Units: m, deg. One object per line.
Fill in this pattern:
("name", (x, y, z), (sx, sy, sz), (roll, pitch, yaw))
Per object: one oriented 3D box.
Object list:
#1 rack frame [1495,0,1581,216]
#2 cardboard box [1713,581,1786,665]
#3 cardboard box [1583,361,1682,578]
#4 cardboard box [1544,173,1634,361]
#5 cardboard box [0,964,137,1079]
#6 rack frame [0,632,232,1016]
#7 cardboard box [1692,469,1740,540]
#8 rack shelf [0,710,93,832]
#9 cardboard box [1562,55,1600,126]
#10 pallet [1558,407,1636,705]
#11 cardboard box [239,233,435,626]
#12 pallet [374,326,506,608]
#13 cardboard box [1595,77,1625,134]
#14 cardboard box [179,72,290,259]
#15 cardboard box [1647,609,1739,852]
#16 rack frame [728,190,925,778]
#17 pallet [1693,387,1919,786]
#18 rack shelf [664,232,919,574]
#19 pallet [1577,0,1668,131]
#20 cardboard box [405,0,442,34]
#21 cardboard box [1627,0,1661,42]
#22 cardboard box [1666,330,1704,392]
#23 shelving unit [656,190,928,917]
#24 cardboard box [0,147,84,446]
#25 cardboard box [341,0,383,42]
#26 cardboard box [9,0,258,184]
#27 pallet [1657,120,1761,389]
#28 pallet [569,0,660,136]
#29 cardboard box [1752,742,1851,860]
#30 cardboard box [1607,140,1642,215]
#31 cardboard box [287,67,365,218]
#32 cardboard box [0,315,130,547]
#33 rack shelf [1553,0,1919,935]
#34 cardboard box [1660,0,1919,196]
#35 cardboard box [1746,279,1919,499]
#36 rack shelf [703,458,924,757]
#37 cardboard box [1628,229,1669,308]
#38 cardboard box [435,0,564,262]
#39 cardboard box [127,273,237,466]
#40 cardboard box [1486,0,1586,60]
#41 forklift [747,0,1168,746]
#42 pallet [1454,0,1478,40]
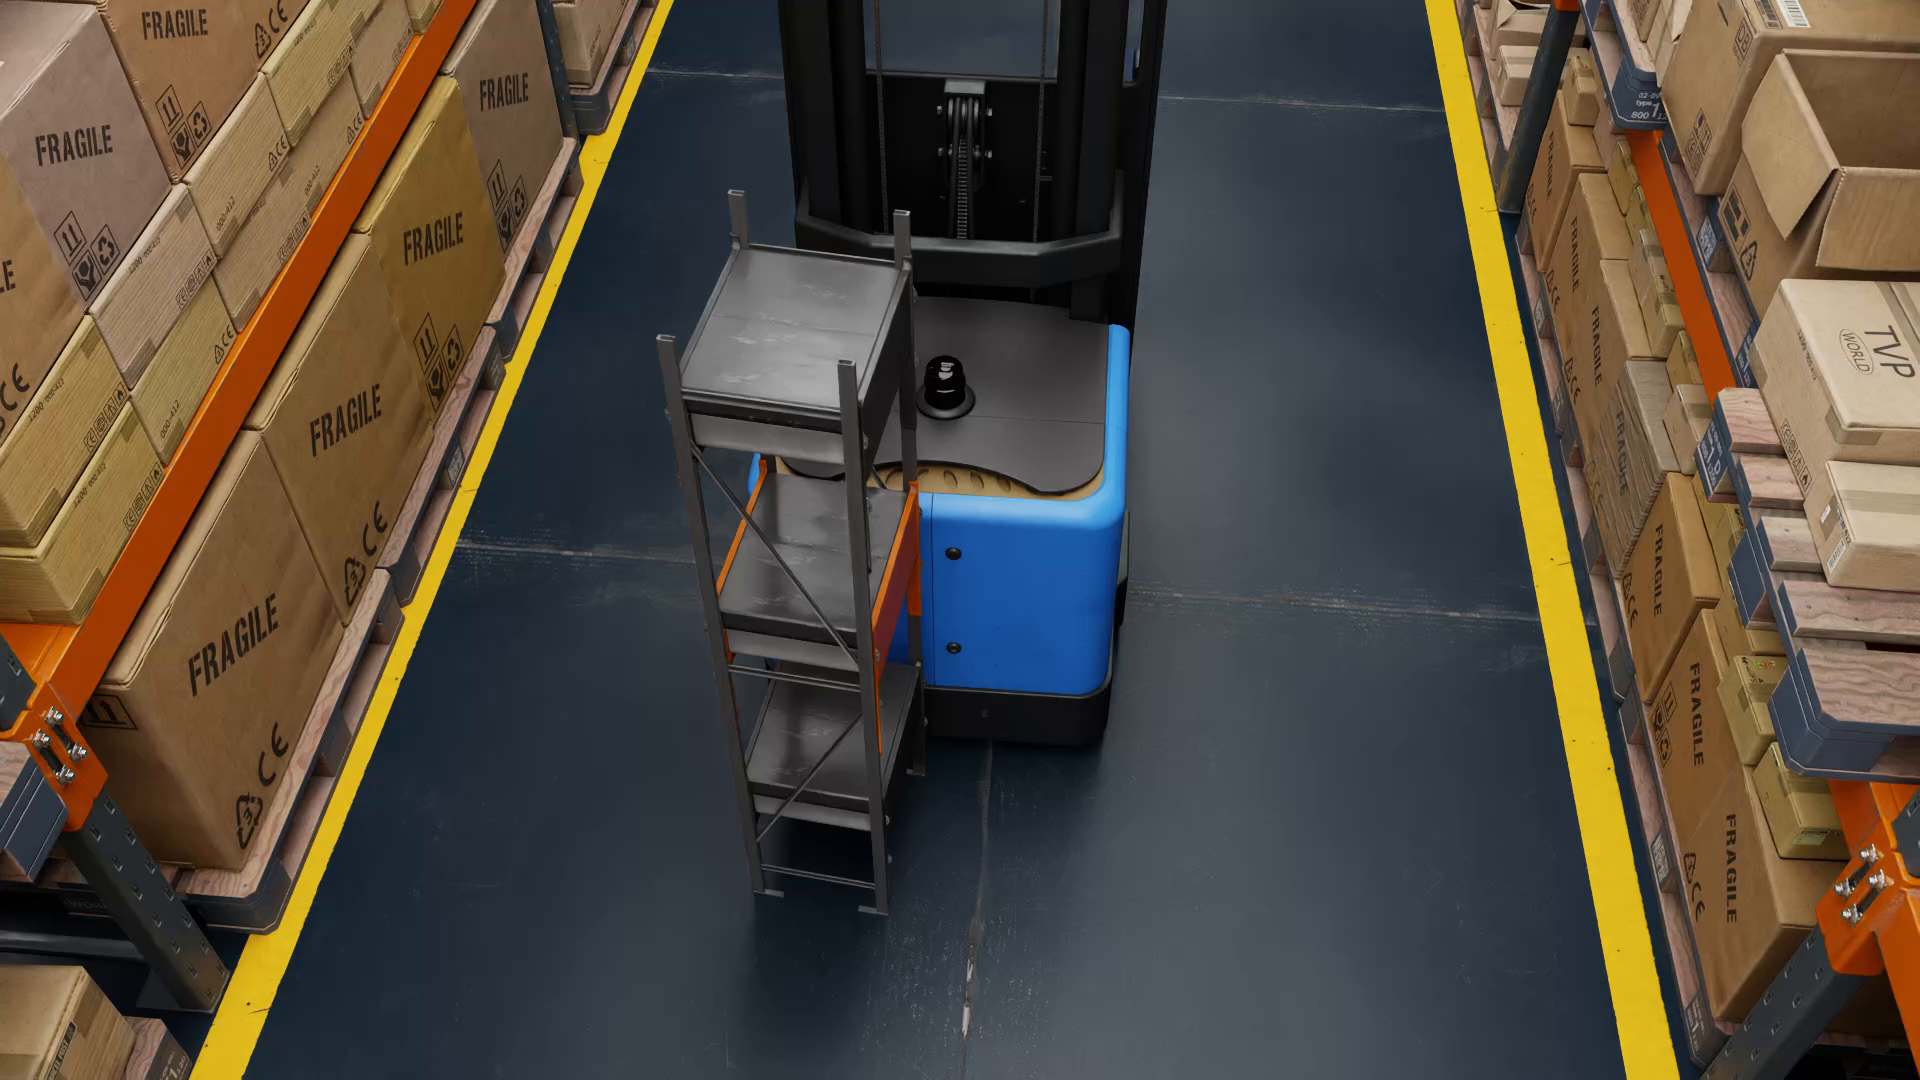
("rack frame", (2.772, -2.397, 5.910), (1.000, 3.000, 0.127), (4, 48, 4))
("cardboard box", (2.262, 0.252, 4.456), (0.380, 0.149, 0.250), (2, 48, 2))
("cardboard box", (2.362, -0.216, 5.324), (0.500, 0.500, 0.500), (2, 48, 2))
("cardboard box", (2.465, -0.963, 6.007), (0.500, 0.500, 0.500), (3, 48, 3))
("cardboard box", (-2.597, 1.371, 3.960), (0.950, 0.372, 0.625), (1, 48, 1))
("rack frame", (-2.536, 0.211, 3.524), (1.000, 3.000, 0.127), (4, 48, 4))
("cardboard box", (2.354, -0.122, 4.799), (0.380, 0.149, 0.250), (3, 48, 3))
("rack shelf", (-2.718, 1.924, 2.445), (1.077, 0.370, 4.000), (4, 48, 4))
("cardboard box", (2.474, -1.668, 6.213), (0.380, 0.149, 0.250), (6, 48, 5))
("pallet", (2.627, 0.043, 5.567), (1.003, 0.211, 1.213), (4, 48, 4))
("cardboard box", (-2.305, -0.370, 5.211), (0.875, 0.875, 0.875), (4, 48, 4))
("pallet", (-2.275, -0.316, 5.896), (1.003, 0.211, 1.213), (4, 48, 4))
("cardboard box", (2.498, -1.574, 5.925), (0.380, 0.149, 0.250), (2, 48, 2))
("cardboard box", (-2.138, -1.008, 4.402), (0.500, 0.250, 0.500), (4, 48, 3))
("cardboard box", (2.288, 0.552, 4.622), (0.500, 0.500, 0.500), (3, 48, 3))
("rack frame", (-0.304, -0.016, 4.341), (0.400, 2.100, 0.015), (8, 48, 8))
("pallet", (2.399, 0.104, 3.752), (1.213, 0.211, 1.003), (4, 48, 4))
("rack shelf", (-0.352, -0.302, 3.673), (0.431, 0.518, 0.480), (8, 48, 8))
("pallet", (2.590, -1.752, 5.450), (1.003, 0.211, 1.213), (4, 48, 4))
("cardboard box", (-2.009, -1.957, 5.608), (0.500, 0.250, 0.500), (3, 48, 3))
("cardboard box", (2.458, -1.851, 5.058), (0.700, 0.500, 0.500), (4, 48, 4))
("cardboard box", (2.422, -0.504, 5.148), (0.380, 0.149, 0.250), (4, 48, 4))
("shelving unit", (-0.352, 0.161, 4.180), (0.431, 2.100, 0.503), (8, 48, 8))
("cardboard box", (-2.247, -0.506, 3.435), (0.500, 0.500, 0.500), (2, 48, 2))
("cardboard box", (-2.049, -1.757, 5.087), (0.500, 0.250, 0.500), (5, 48, 4))
("cardboard box", (-2.149, -1.250, 4.115), (0.500, 0.500, 0.500), (5, 48, 5))
("pallet", (2.580, -0.822, 4.599), (1.003, 0.211, 1.213), (4, 48, 4))
("pallet", (-2.024, -2.340, 7.748), (1.003, 0.211, 1.213), (4, 48, 4))
("cardboard box", (2.200, 0.645, 4.097), (0.380, 0.149, 0.250), (2, 48, 2))
("cardboard box", (2.514, -1.270, 5.849), (0.380, 0.149, 0.250), (2, 48, 2))
("cardboard box", (-2.116, -1.207, 4.923), (0.500, 0.250, 0.500), (4, 48, 4))
("cardboard box", (-2.244, -0.263, 3.720), (0.500, 0.250, 0.500), (4, 48, 3))
("rack shelf", (2.590, -0.684, 4.831), (1.077, 0.370, 4.000), (4, 48, 4))
("cardboard box", (2.386, -1.275, 4.531), (0.700, 0.500, 0.500), (4, 48, 3))
("cardboard box", (2.181, -0.346, 3.851), (0.500, 0.250, 0.500), (2, 48, 2))
("rack shelf", (-0.352, 0.170, 4.190), (0.431, 0.518, 0.480), (8, 48, 8))
("cardboard box", (2.443, -0.887, 5.498), (0.380, 0.149, 0.250), (4, 48, 3))
("cardboard box", (-2.148, -1.692, 6.420), (0.875, 0.875, 0.875), (5, 48, 5))
("cardboard box", (-2.212, -0.459, 4.239), (0.500, 0.250, 0.500), (3, 48, 2))
("cardboard box", (2.563, -2.307, 7.396), (0.396, 0.266, 0.258), (5, 48, 5))
("forklift", (0.054, -1.452, 5.092), (1.130, 2.935, 3.031), (4, 48, 3))
("pallet", (2.944, -2.859, 8.222), (1.003, 0.211, 1.213), (4, 48, 4))
